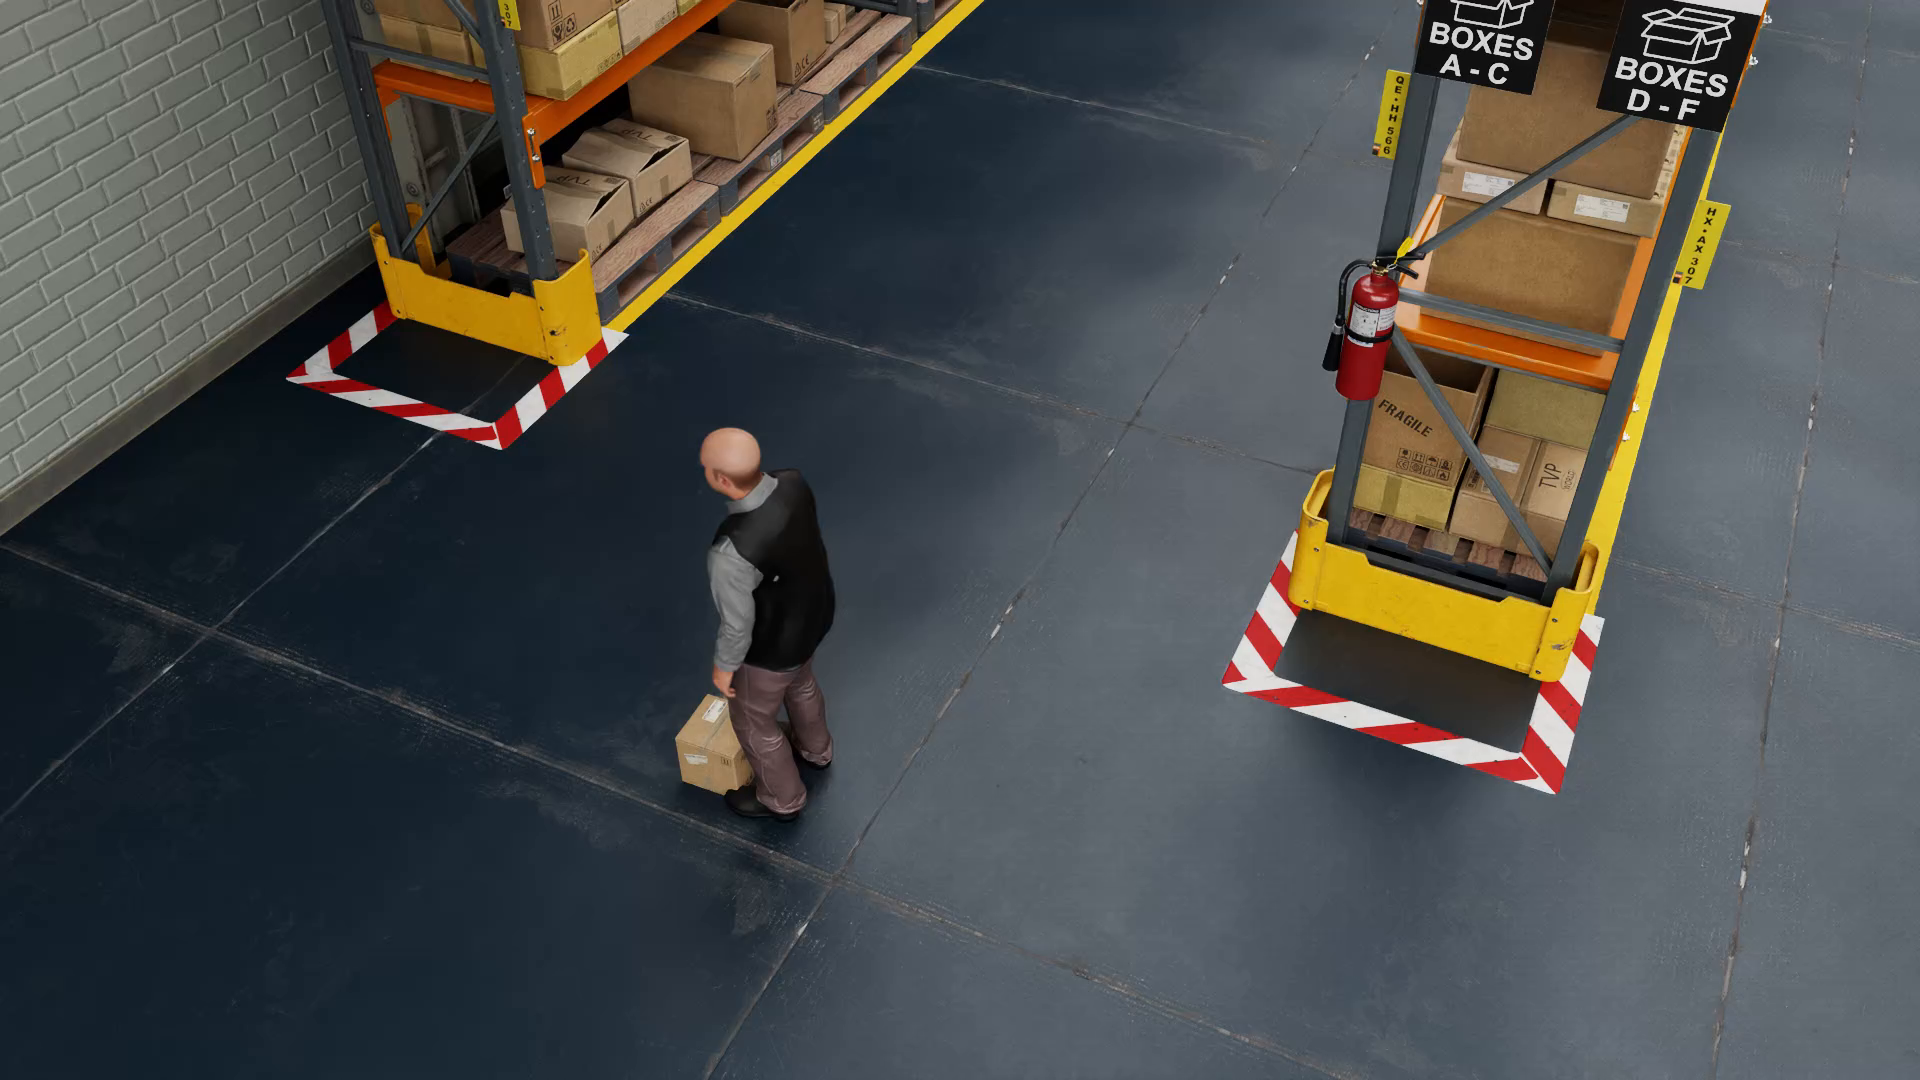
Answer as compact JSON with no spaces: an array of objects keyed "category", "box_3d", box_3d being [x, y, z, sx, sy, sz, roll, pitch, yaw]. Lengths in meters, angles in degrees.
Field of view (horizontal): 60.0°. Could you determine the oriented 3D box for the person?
[{"category":"person","box_3d":[-0.653,0.355,5.856,0.415,1.619,0.580,17,45,19]}]
